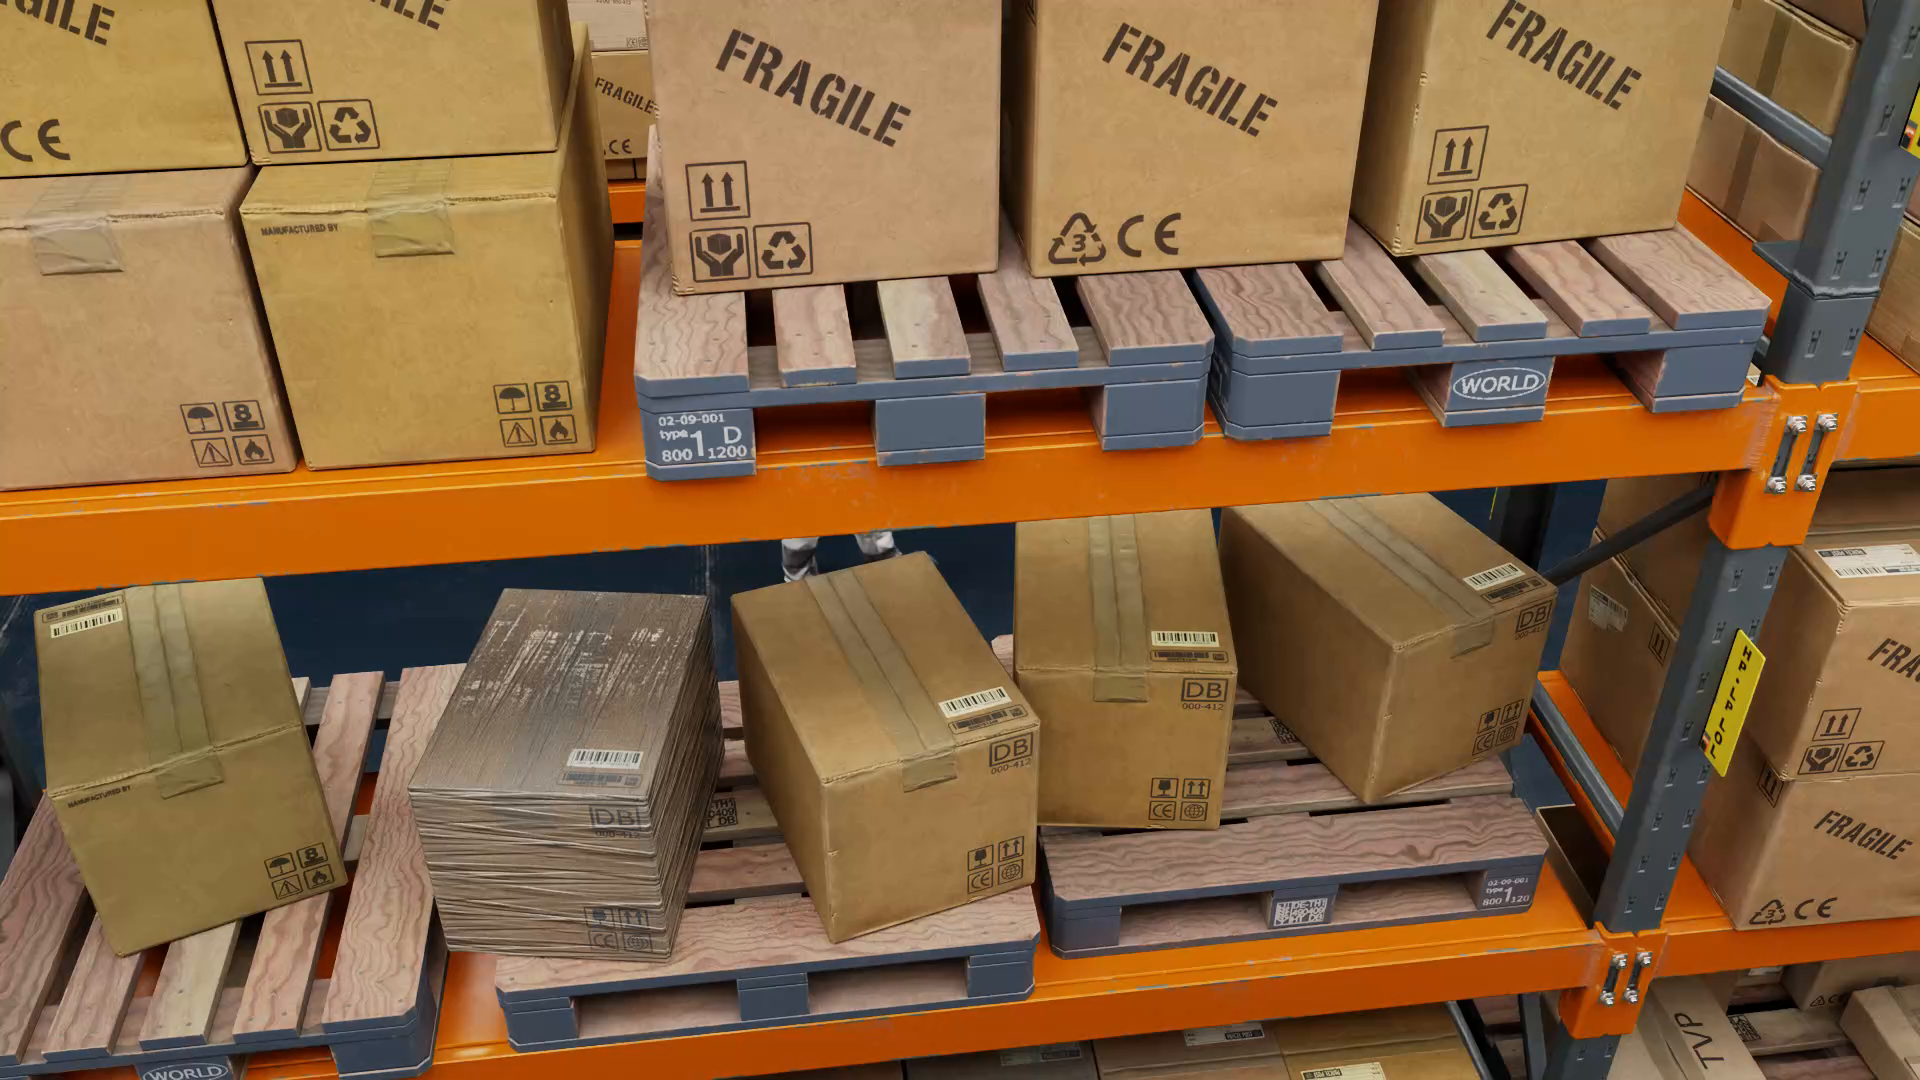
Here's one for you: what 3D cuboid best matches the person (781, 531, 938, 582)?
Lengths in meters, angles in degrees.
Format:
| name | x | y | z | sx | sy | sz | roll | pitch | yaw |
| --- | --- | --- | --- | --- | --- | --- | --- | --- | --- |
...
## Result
| name | x | y | z | sx | sy | sz | roll | pitch | yaw |
| --- | --- | --- | --- | --- | --- | --- | --- | --- | --- |
| person | -0.431 | -0.531 | 6.877 | 0.634 | 1.789 | 0.693 | -27 | 43 | -34 |
